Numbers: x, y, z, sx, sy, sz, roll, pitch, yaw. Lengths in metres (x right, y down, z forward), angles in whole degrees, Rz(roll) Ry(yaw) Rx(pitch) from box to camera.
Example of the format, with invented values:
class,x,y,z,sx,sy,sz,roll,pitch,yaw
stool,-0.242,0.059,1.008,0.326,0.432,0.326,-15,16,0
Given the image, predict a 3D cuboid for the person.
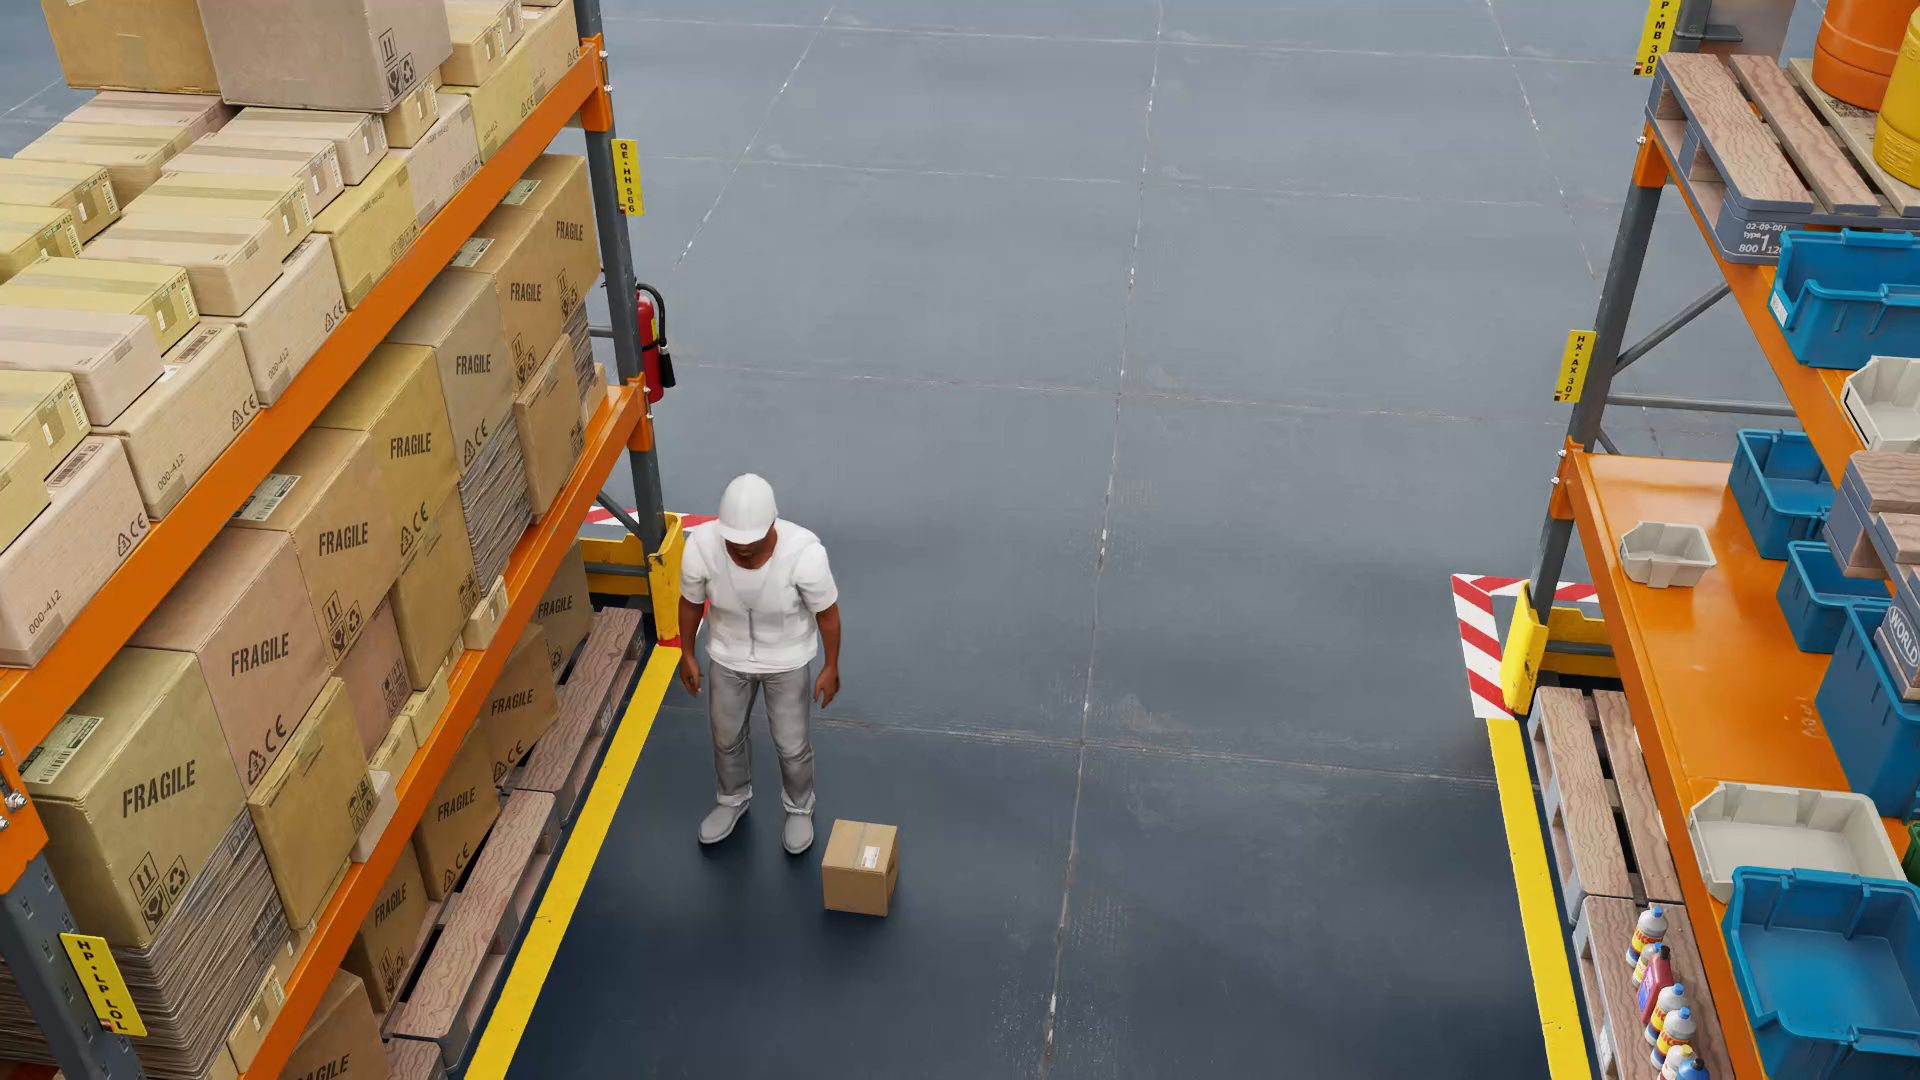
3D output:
class,x,y,z,sx,sy,sz,roll,pitch,yaw
person,-0.770,0.467,6.381,0.631,1.759,0.461,4,36,6
